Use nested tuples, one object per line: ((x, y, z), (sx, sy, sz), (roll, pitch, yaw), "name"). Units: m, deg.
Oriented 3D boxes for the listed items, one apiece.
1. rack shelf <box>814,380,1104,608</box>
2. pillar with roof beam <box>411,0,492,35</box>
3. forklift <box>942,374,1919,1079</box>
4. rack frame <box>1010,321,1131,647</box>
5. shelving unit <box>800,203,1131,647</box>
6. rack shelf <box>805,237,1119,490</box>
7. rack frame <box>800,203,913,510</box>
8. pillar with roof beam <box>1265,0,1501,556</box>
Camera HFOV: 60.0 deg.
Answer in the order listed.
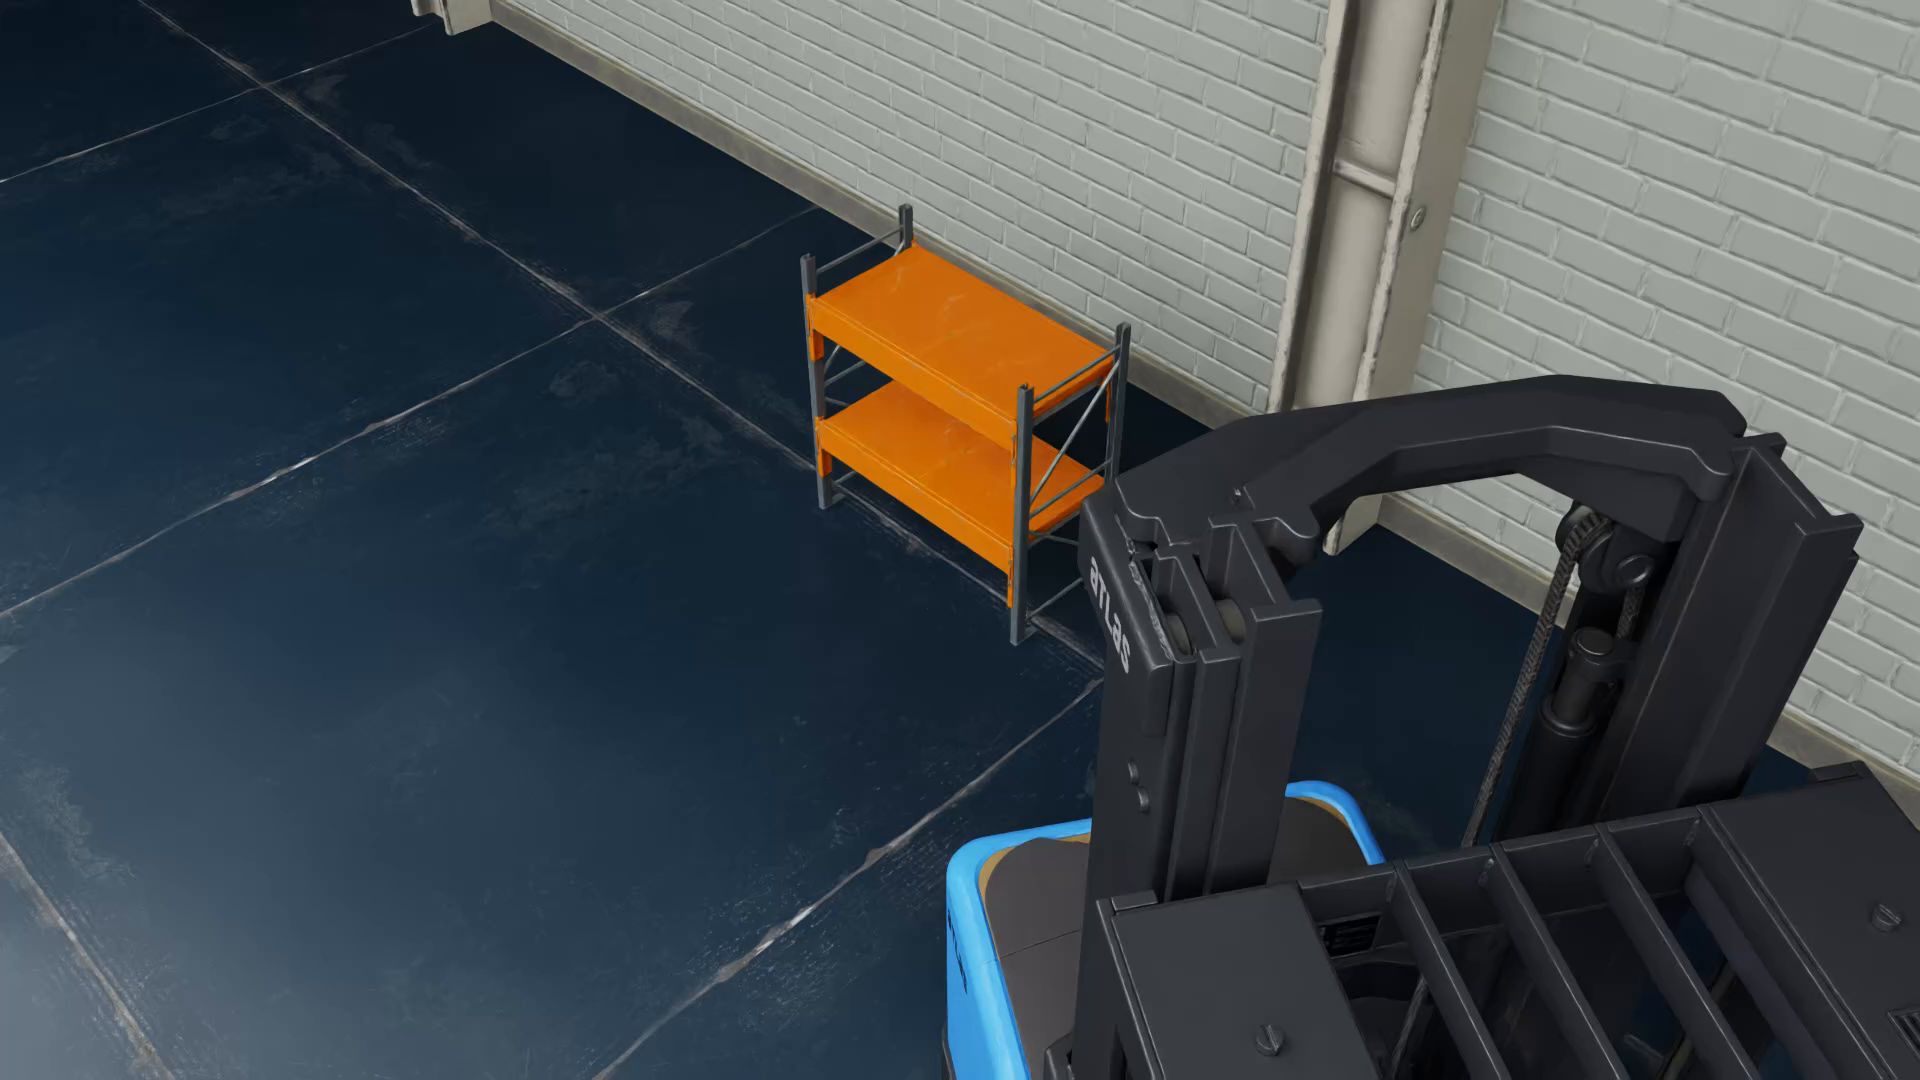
((0.005, -0.230, 6.031), (0.538, 0.278, 1.000), (-34, 53, -31), "rack shelf")
((-5.926, -4.231, 4.198), (9.100, 9.000, 0.400), (-34, 53, -31), "pillar with roof beam")
((0.764, 1.332, 2.649), (1.130, 2.935, 3.031), (-8, 43, -9), "forklift")
((0.364, -0.166, 5.600), (0.500, 1.125, 0.032), (-34, 53, -31), "rack frame")
((0.005, -0.410, 5.865), (0.538, 1.125, 1.048), (-34, 53, -31), "shelving unit")
((0.005, -0.625, 5.666), (0.538, 0.278, 1.000), (-34, 53, -31), "rack shelf")
((-0.354, -0.654, 6.129), (0.500, 1.125, 0.032), (-34, 53, -31), "rack frame")
((-1.689, -1.348, 1.078), (9.100, 9.000, 0.400), (-34, 53, -31), "pillar with roof beam")
